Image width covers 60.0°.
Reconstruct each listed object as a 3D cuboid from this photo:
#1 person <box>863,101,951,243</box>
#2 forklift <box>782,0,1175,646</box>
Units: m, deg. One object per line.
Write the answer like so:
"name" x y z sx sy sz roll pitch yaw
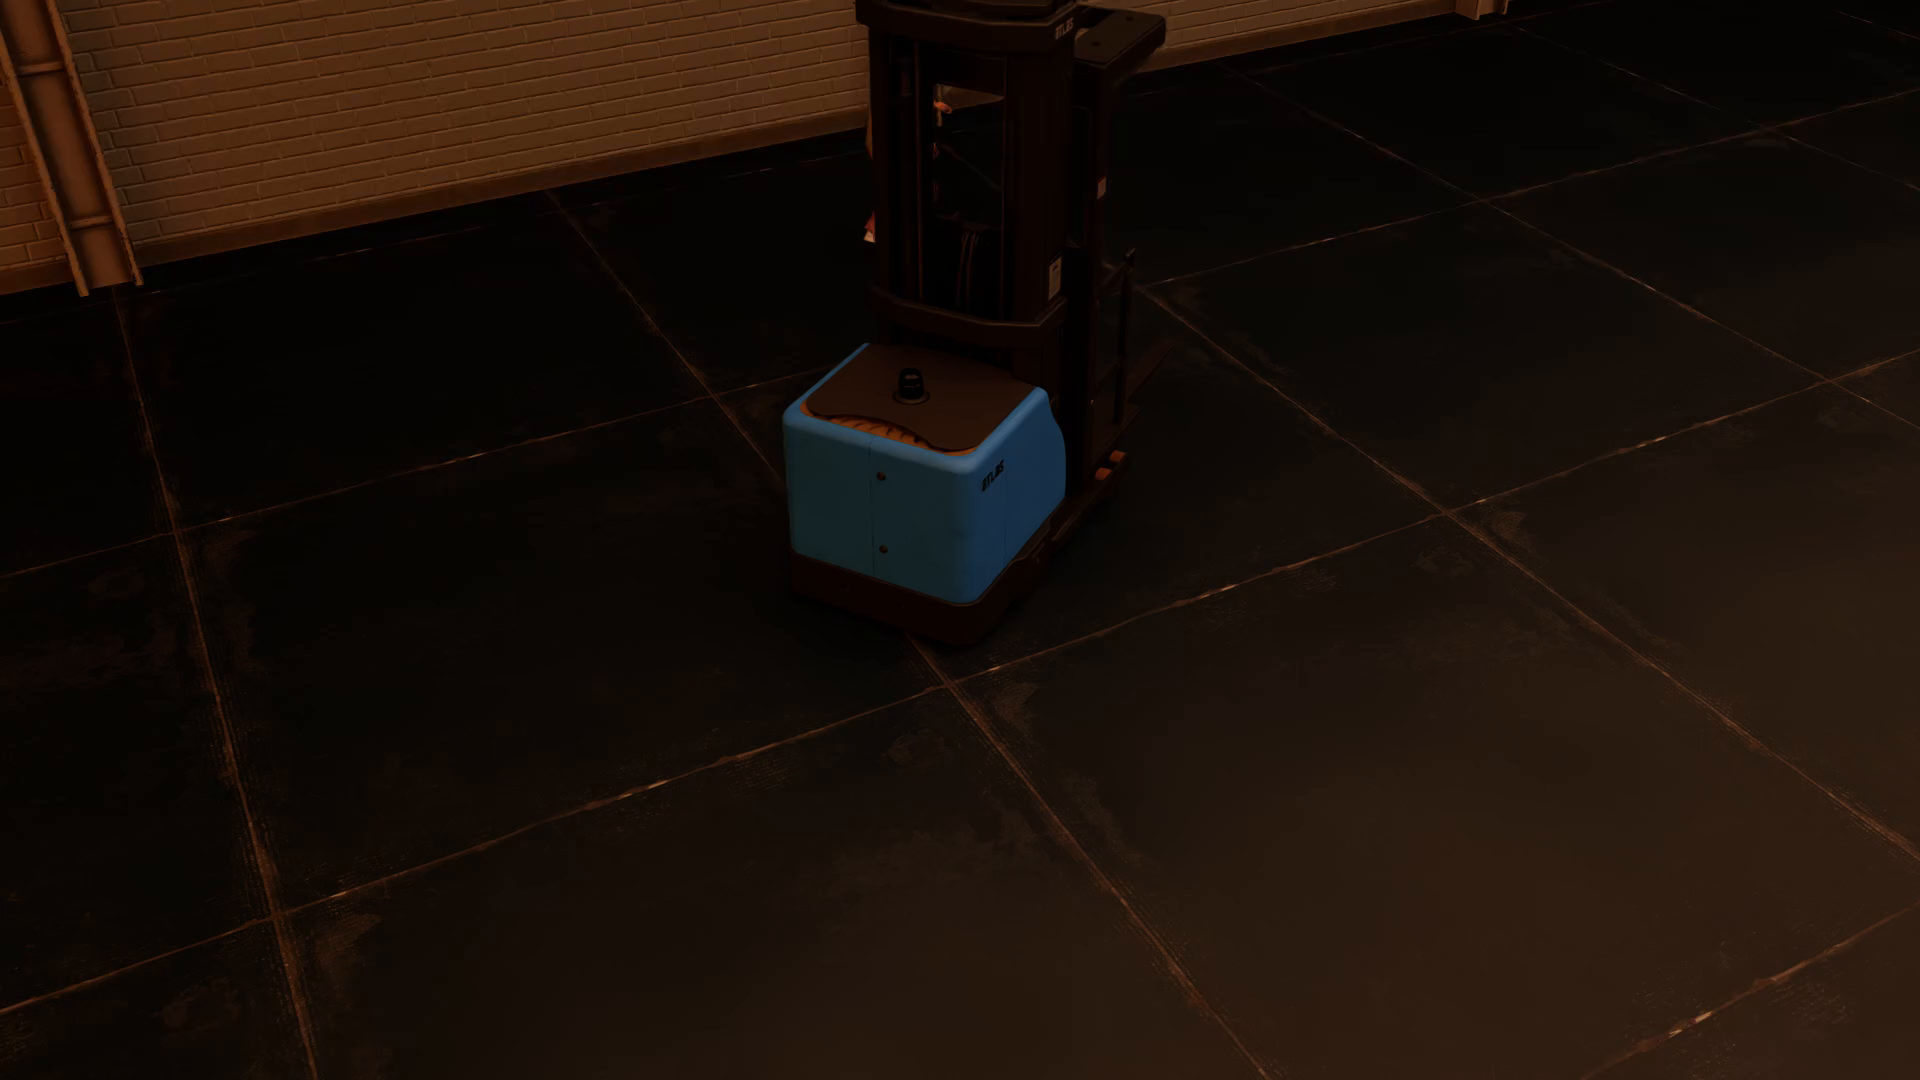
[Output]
"person" -0.320 -2.639 11.036 0.683 1.570 0.740 -11 37 -15
"forklift" 0.290 -1.531 8.289 1.130 2.935 3.031 17 39 22
